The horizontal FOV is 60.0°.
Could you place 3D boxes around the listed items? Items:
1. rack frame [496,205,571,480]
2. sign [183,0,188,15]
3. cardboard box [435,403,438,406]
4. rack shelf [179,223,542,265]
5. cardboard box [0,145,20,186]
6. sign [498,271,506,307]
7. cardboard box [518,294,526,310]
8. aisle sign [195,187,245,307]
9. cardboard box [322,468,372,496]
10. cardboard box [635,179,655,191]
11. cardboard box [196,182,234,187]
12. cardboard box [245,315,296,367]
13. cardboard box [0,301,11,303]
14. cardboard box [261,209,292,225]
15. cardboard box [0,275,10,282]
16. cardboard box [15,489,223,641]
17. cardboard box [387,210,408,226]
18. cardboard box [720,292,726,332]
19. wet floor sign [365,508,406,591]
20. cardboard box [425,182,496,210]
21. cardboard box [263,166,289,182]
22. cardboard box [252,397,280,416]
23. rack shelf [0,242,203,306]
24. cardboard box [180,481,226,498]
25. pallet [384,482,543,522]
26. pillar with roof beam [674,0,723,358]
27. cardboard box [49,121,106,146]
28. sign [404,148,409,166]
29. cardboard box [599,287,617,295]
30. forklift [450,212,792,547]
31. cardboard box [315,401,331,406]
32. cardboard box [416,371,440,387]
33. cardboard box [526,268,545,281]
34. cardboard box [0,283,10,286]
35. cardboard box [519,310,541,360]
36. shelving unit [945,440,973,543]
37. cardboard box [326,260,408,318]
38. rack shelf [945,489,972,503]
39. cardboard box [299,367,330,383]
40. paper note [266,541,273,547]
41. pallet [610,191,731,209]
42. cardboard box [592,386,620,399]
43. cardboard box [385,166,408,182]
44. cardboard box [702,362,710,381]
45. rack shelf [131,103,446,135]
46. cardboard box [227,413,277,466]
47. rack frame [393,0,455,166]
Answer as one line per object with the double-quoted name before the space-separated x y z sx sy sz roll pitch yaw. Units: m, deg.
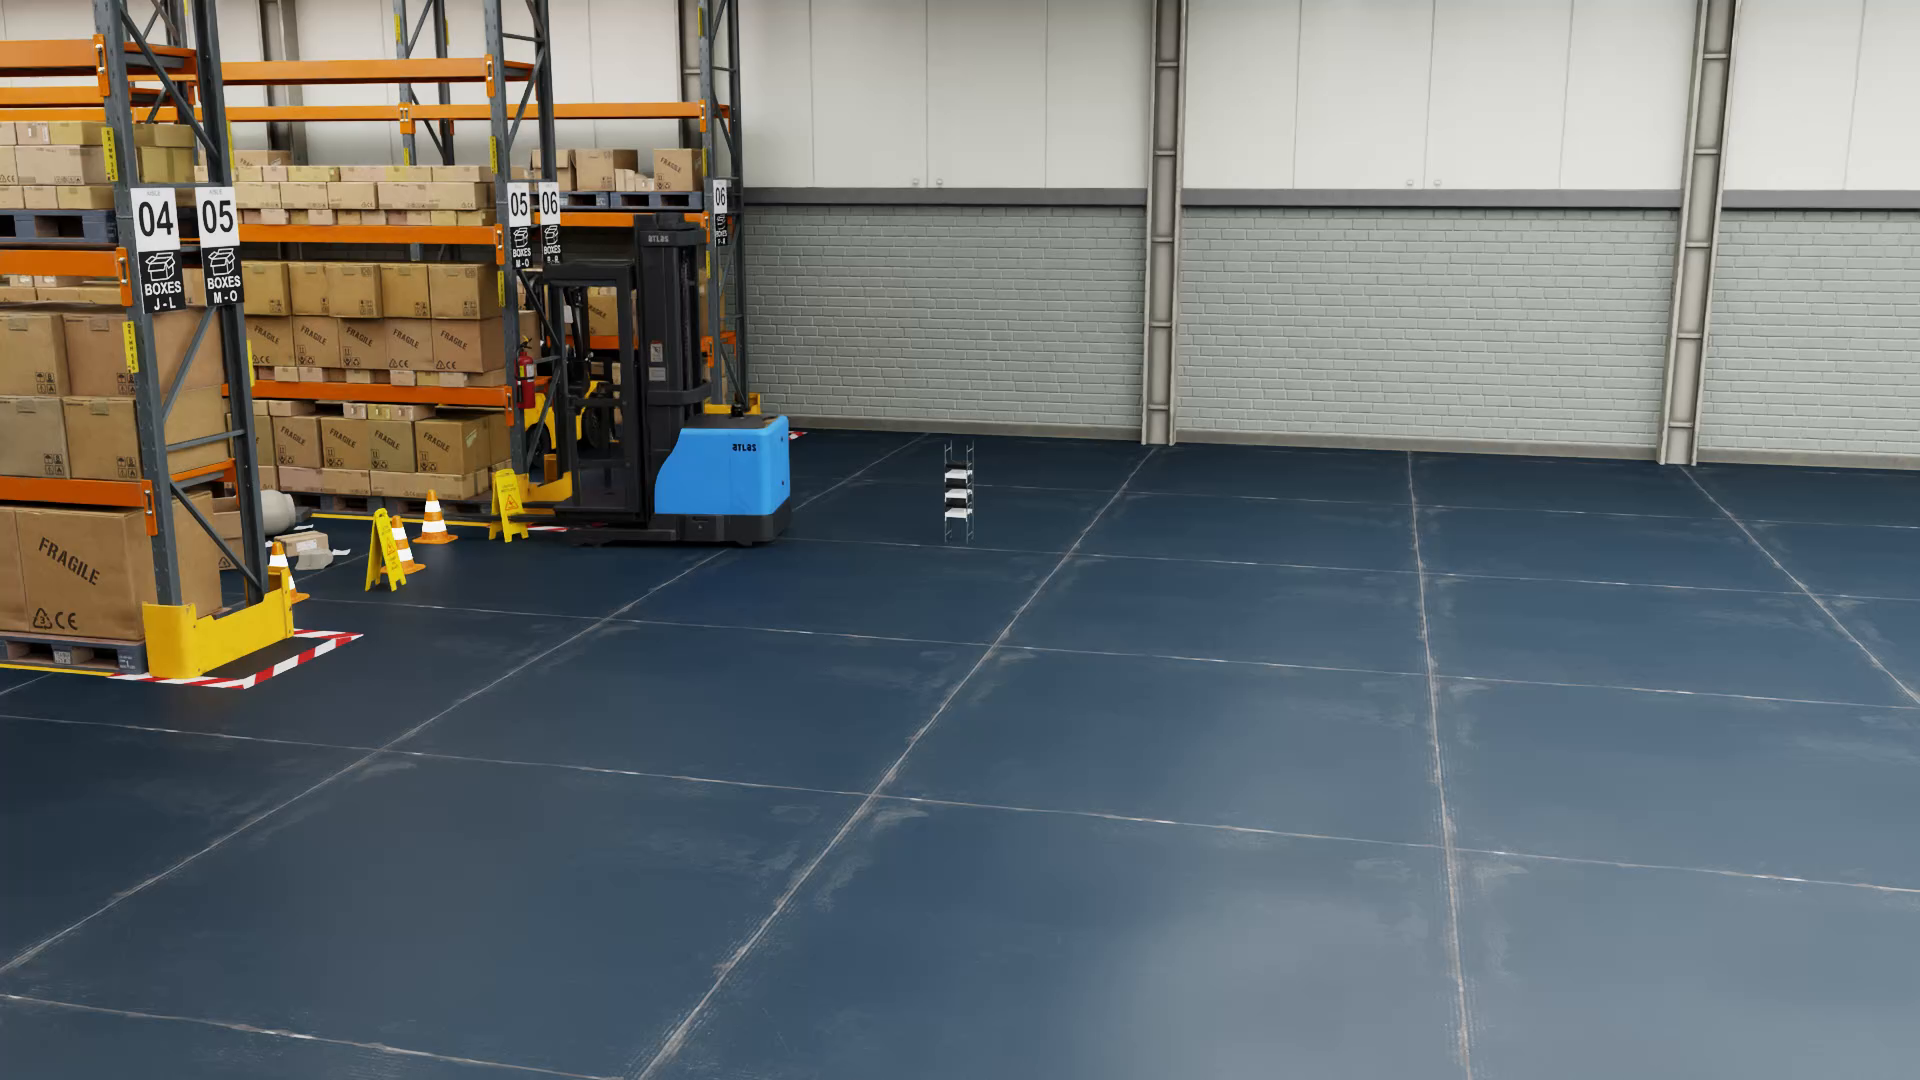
"rack frame" -4.080 -1.714 16.033 0.127 3.000 1.000 3 13 14
"sign" -7.816 -5.458 16.719 0.005 0.325 0.100 3 13 14
"cardboard box" -7.287 -2.036 21.997 0.625 0.625 0.875 4 13 16
"rack shelf" -6.022 -2.931 16.254 4.000 0.370 1.077 3 13 14
"cardboard box" -6.196 -2.451 10.888 0.500 0.250 0.500 3 13 14
"sign" -4.233 -2.318 15.352 0.005 0.325 0.100 3 13 14
"cardboard box" -5.408 -2.887 21.088 0.500 0.500 0.500 3 13 13
"aisle sign" -5.027 -1.996 11.304 0.004 0.787 0.394 3 13 14
"cardboard box" -5.940 -0.616 16.465 0.500 0.250 0.500 3 13 12
"cardboard box" -3.772 -4.332 20.290 0.250 0.149 0.380 3 13 12
"cardboard box" -7.099 -3.353 16.153 0.500 0.250 0.500 3 13 13
"cardboard box" -6.626 -1.984 16.333 0.500 0.500 0.500 3 13 13
"cardboard box" -7.132 -1.362 11.609 0.500 0.550 0.875 3 13 14
"cardboard box" -6.489 -3.110 15.981 0.250 0.149 0.380 3 13 12
"cardboard box" -10.191 -2.819 17.630 0.250 0.149 0.380 2 13 11
"cardboard box" -5.842 0.143 11.598 0.875 0.875 0.875 3 13 14
"cardboard box" -5.223 -3.069 15.797 0.250 0.149 0.380 3 13 14
"cardboard box" -3.309 -2.891 21.107 0.500 0.500 0.500 3 13 15
"wet floor sign" -4.665 0.067 13.442 0.232 0.644 0.267 1 13 4
"cardboard box" -4.641 -3.220 15.556 0.500 0.250 0.500 3 13 13
"cardboard box" -6.458 -3.511 15.949 0.250 0.149 0.380 3 13 13
"cardboard box" -6.849 -1.334 16.471 0.250 0.149 0.380 4 13 16
"rack shelf" -7.110 -1.885 11.538 4.000 0.370 1.077 3 13 14
"cardboard box" -7.249 -0.360 15.699 0.500 0.500 0.500 -9 15 -35
"pallet" -4.934 -0.406 16.576 1.213 0.211 1.003 3 13 14
"pillar with roof beam" -4.386 -5.007 17.025 0.400 9.000 9.100 3 13 14
"cardboard box" -5.576 -2.599 10.634 0.250 0.149 0.380 3 13 14
"sign" -6.898 -4.721 20.742 0.005 0.325 0.100 3 13 14
"cardboard box" -4.299 -3.135 20.710 0.250 0.149 0.380 3 13 12
"forklift" -3.138 -1.484 15.154 3.031 2.935 1.130 1 13 5
"cardboard box" -6.831 -1.150 17.138 0.500 0.500 0.500 3 13 15
"cardboard box" -5.011 -1.573 15.979 0.250 0.149 0.380 3 13 13
"cardboard box" -5.270 -3.347 20.979 0.250 0.149 0.380 3 13 13
"cardboard box" -9.957 -2.377 17.133 0.500 0.500 0.500 3 13 11
"cardboard box" -4.473 -1.991 16.363 0.500 0.500 0.500 3 13 13
"shelving unit" -0.008 -0.440 15.138 0.210 0.900 0.258 3 13 14
"cardboard box" -5.638 -2.409 15.941 0.500 0.500 0.700 3 13 13
"rack shelf" -0.008 -0.407 15.145 0.200 0.077 0.258 3 13 14
"cardboard box" -6.244 -1.639 16.277 0.250 0.149 0.380 3 13 13
"paper note" -6.263 0.035 15.031 0.142 0.019 0.148 8 15 33
"pallet" -3.575 -4.221 20.613 1.213 0.211 1.003 3 13 14
"cardboard box" -4.433 -1.875 20.982 0.500 0.250 0.500 3 13 12
"cardboard box" -5.206 -3.455 15.695 0.250 0.149 0.380 3 13 14
"cardboard box" -3.416 -2.067 20.695 0.500 0.250 0.500 4 13 15
"rack shelf" -8.720 -5.451 21.613 4.000 0.370 1.077 3 13 14
"cardboard box" -6.933 -1.037 16.632 0.500 0.500 0.500 4 13 16
"rack frame" -6.778 -5.894 21.024 0.127 3.000 1.000 3 13 14
